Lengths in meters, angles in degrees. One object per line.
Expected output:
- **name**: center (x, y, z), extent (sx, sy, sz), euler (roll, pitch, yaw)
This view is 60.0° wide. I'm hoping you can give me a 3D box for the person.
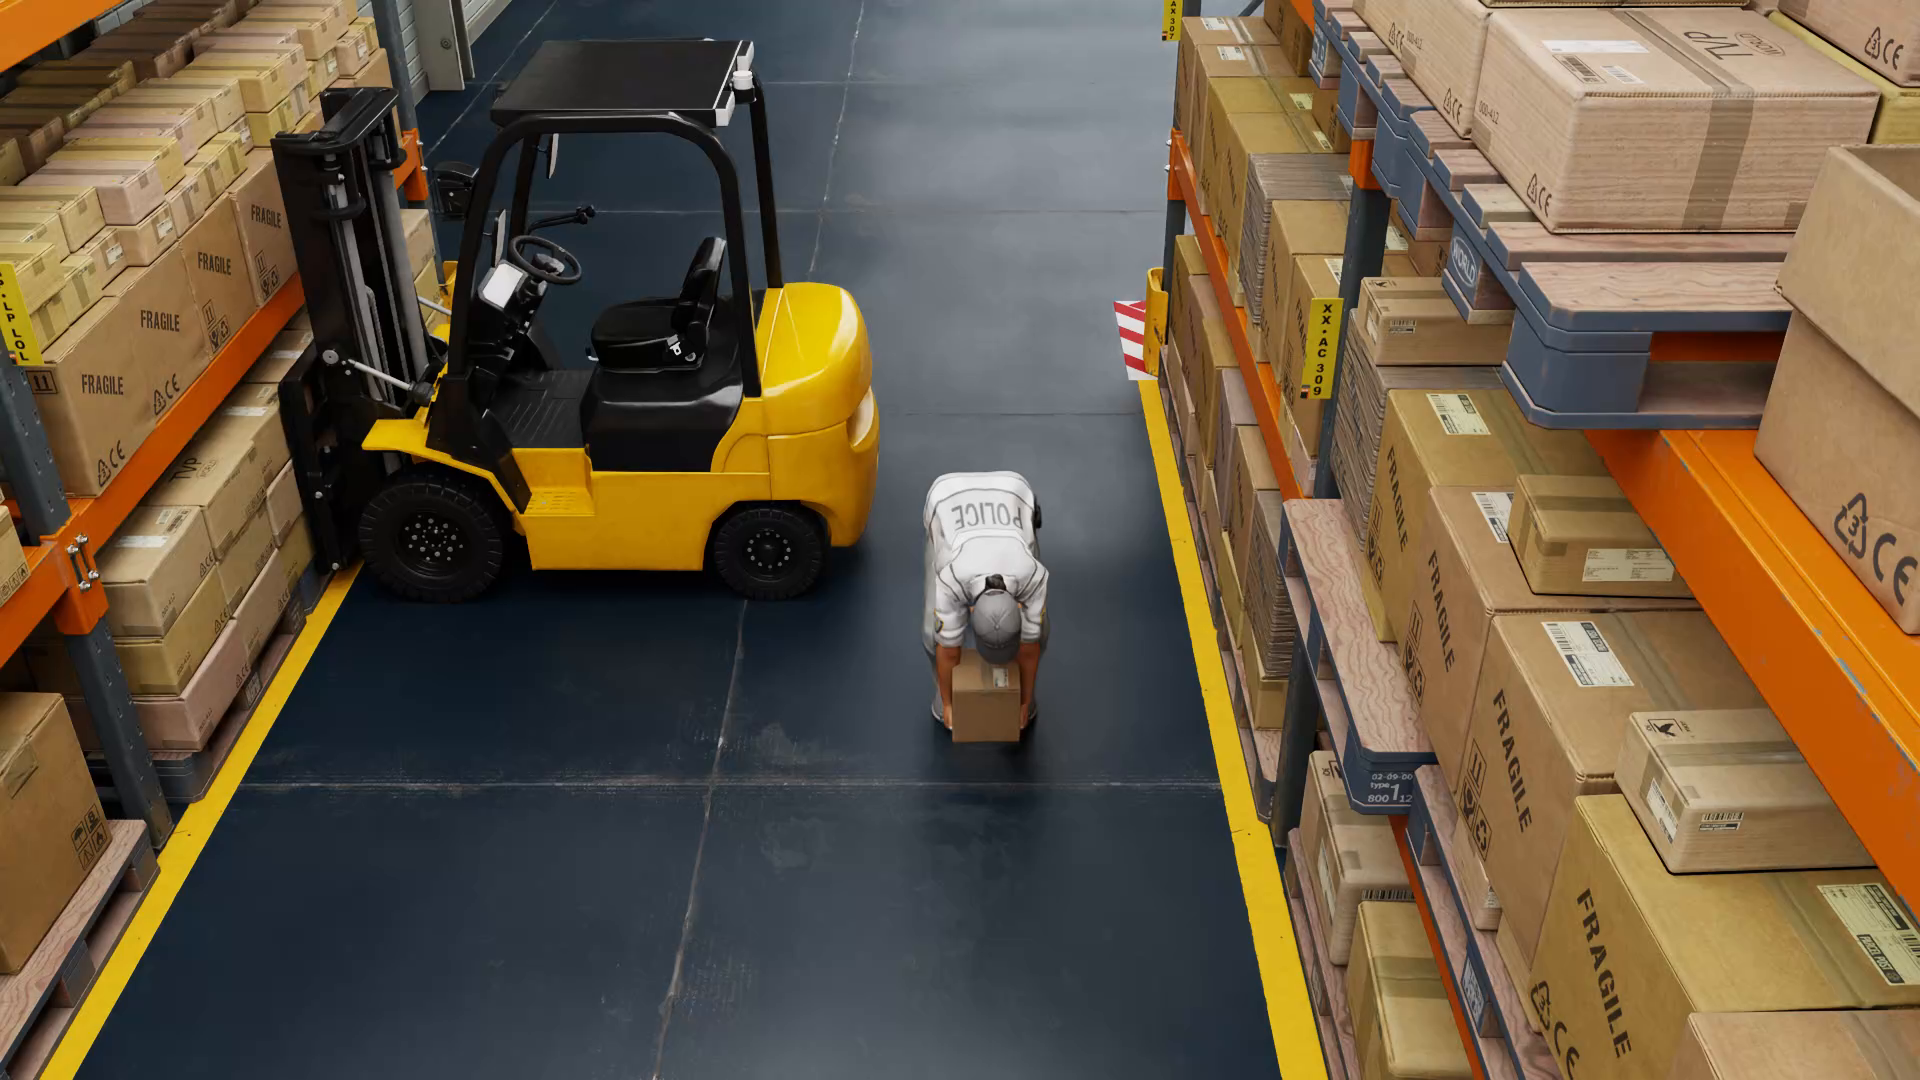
- **person**: center (0.102, 0.320, 6.238), extent (0.497, 1.014, 0.949), euler (-2, 32, -3)
